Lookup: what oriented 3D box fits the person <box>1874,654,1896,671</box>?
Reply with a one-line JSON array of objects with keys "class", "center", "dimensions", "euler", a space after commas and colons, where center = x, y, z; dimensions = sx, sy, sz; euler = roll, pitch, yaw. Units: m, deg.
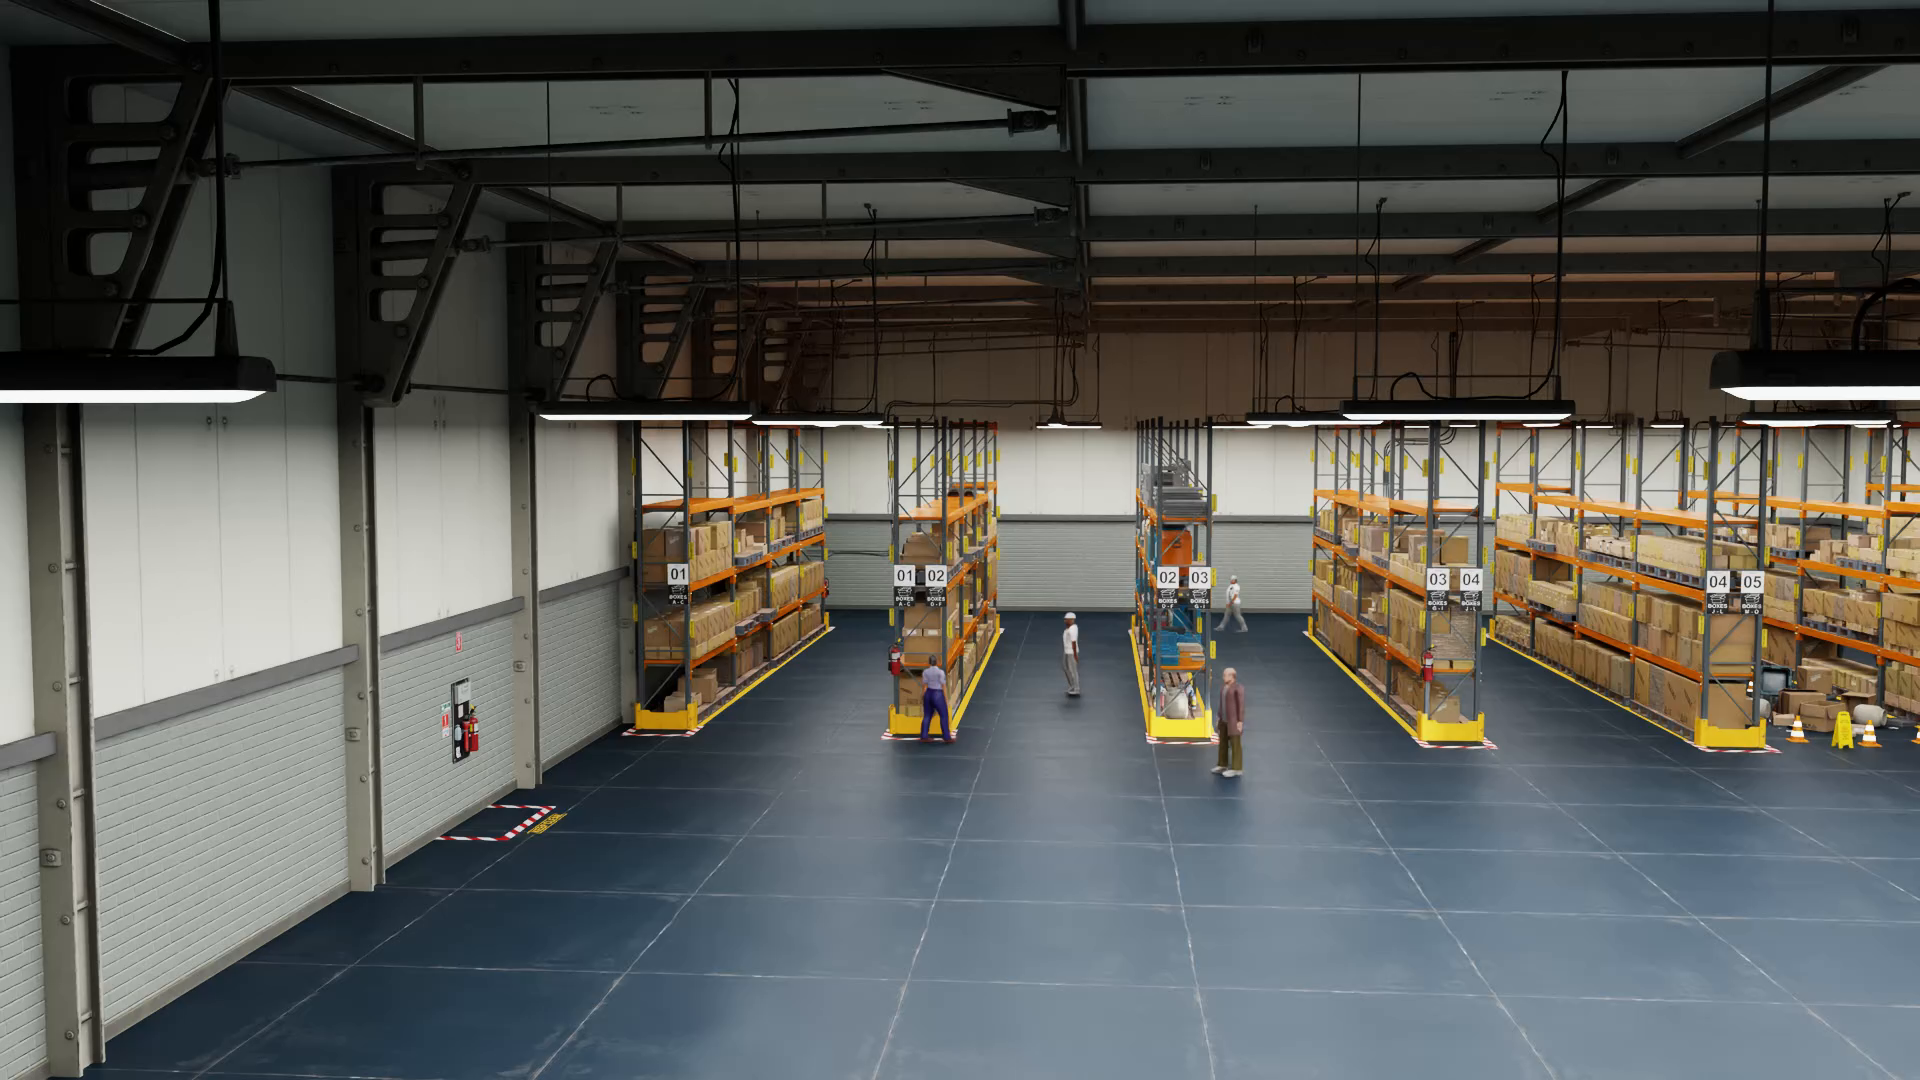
[{"class": "person", "center": [21.648, 2.355, 38.853], "dimensions": [0.571, 1.690, 0.632], "euler": [-3, 5, -35]}]

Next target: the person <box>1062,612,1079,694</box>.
[{"class": "person", "center": [2.412, 2.452, 36.272], "dimensions": [0.366, 1.765, 0.667], "euler": [0, 4, -3]}]

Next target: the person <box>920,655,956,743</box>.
[{"class": "person", "center": [-0.393, 2.920, 30.592], "dimensions": [0.503, 1.617, 0.539], "euler": [4, 5, 44]}]

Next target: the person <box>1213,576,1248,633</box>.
[{"class": "person", "center": [7.675, 1.811, 47.196], "dimensions": [0.984, 1.611, 0.561], "euler": [1, 4, 11]}]

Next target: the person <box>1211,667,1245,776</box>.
[{"class": "person", "center": [4.446, 3.012, 27.687], "dimensions": [0.460, 1.782, 0.636], "euler": [-2, 4, -31]}]
